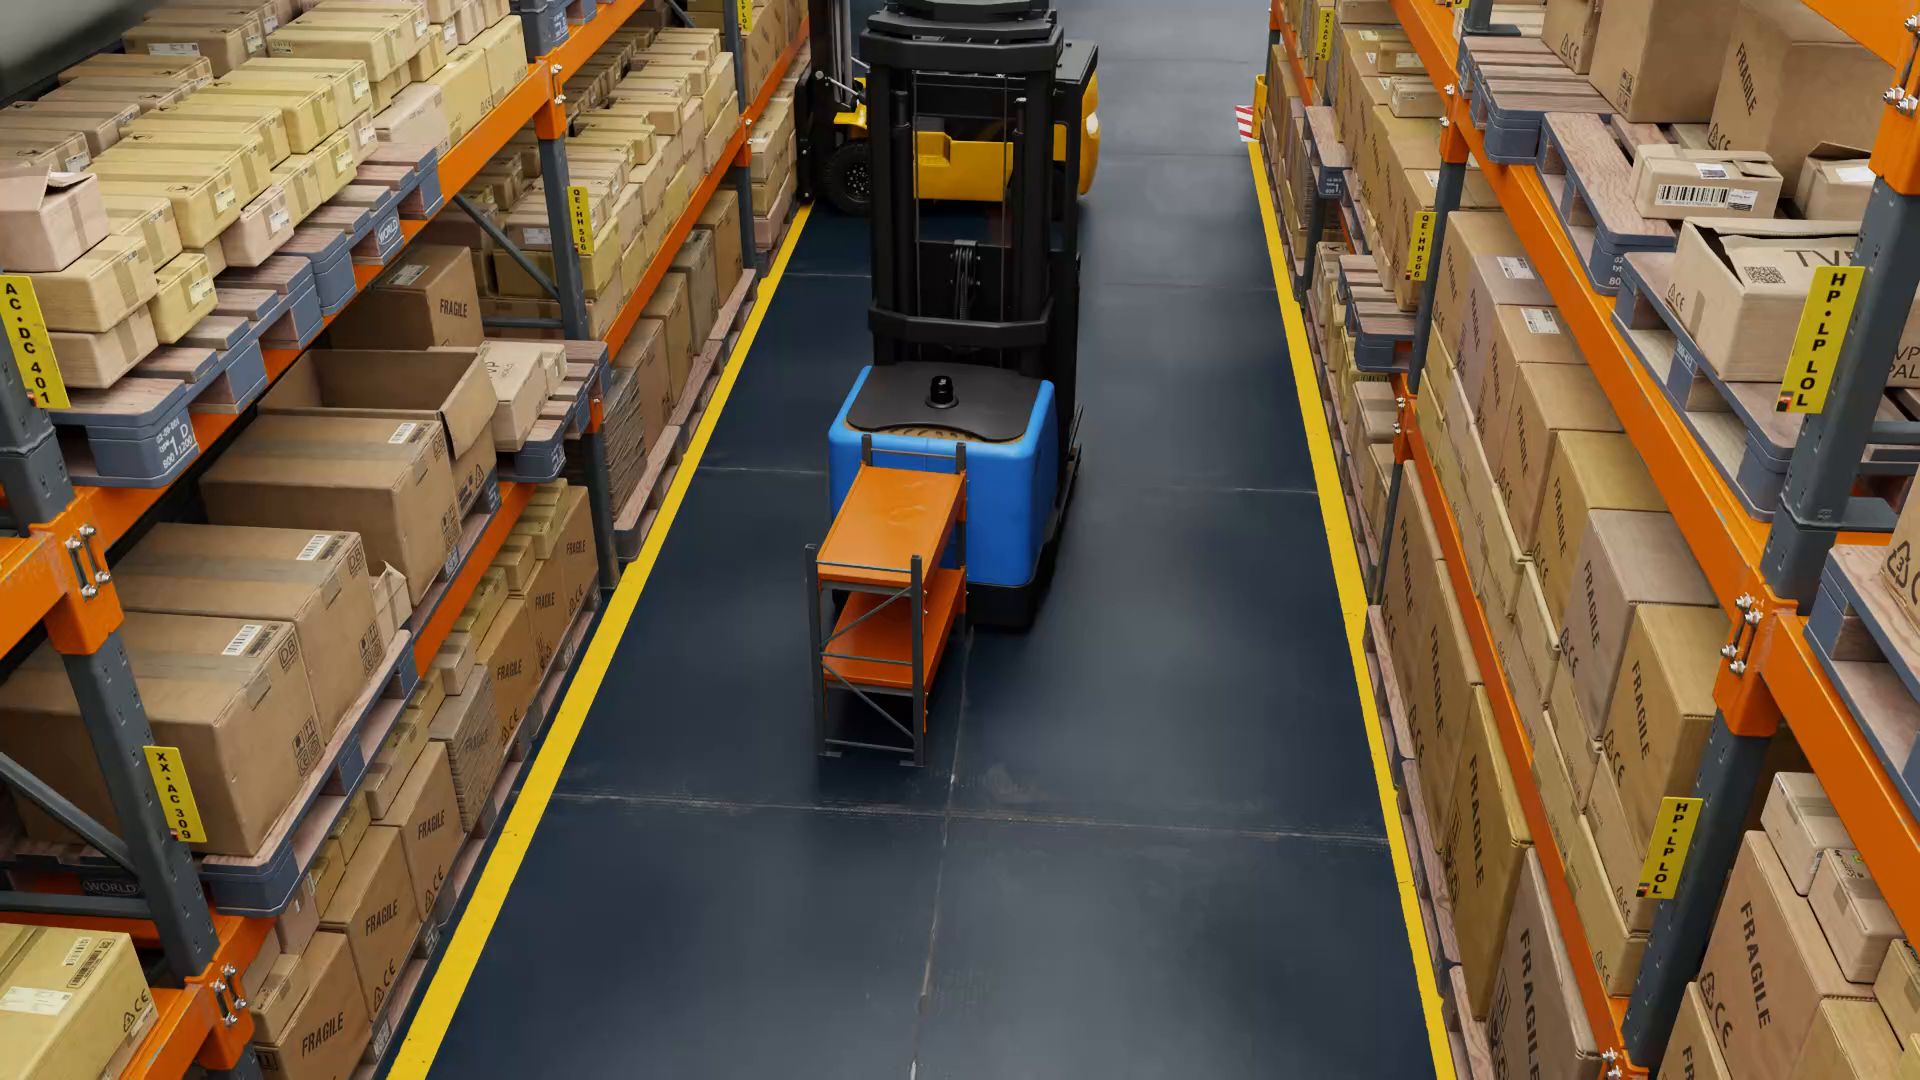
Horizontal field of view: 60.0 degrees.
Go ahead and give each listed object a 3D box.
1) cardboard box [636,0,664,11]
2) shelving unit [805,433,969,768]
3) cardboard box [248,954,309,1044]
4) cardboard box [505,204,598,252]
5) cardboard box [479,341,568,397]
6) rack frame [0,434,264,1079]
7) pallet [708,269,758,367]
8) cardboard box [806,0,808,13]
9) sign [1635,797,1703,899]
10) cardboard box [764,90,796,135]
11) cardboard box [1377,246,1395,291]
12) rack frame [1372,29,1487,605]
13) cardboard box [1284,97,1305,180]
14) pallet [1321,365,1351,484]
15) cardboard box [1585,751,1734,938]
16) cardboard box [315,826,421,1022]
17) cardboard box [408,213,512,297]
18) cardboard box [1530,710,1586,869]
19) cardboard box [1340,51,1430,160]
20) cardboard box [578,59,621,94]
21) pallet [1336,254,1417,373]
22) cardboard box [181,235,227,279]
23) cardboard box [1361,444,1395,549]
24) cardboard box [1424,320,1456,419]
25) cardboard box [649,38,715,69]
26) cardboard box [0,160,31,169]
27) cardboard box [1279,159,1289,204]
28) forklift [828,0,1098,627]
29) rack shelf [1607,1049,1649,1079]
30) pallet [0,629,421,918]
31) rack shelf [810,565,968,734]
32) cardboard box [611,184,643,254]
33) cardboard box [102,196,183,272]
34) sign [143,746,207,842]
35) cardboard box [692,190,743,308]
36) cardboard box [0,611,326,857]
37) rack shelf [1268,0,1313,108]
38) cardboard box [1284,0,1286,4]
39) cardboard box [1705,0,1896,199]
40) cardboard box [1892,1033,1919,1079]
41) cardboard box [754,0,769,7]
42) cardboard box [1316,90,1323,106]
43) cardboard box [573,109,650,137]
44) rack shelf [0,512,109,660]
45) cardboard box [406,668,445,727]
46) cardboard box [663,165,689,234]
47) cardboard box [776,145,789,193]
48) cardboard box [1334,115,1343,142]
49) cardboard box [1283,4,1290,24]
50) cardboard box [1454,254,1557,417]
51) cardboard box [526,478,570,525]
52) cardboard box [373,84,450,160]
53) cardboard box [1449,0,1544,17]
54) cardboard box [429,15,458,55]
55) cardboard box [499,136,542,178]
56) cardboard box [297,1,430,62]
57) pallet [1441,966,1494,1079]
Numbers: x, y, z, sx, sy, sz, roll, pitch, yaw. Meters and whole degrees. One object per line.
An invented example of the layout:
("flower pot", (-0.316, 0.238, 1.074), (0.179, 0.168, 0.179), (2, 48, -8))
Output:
("cardboard box", (-2.271, -3.775, 11.520), (0.380, 0.149, 0.250), (3, 32, 4))
("shelving unit", (-0.315, 0.265, 7.748), (0.538, 1.125, 1.048), (6, 32, 9))
("cardboard box", (-2.353, 1.466, 5.376), (0.380, 0.149, 0.250), (4, 32, 6))
("cardboard box", (-2.002, -1.531, 8.162), (0.380, 0.149, 0.250), (3, 32, 5))
("cardboard box", (-1.993, -0.771, 7.481), (0.380, 0.149, 0.250), (3, 32, 5))
("rack frame", (-2.647, 1.033, 4.715), (1.000, 3.000, 0.127), (2, 32, 4))
("pallet", (-2.017, -1.576, 11.606), (1.003, 0.211, 1.213), (2, 32, 4))
("cardboard box", (-1.500, -4.745, 13.995), (0.500, 0.500, 0.500), (3, 32, 6))
("sign", (1.759, 0.766, 4.120), (0.100, 0.325, 0.005), (2, 32, 4))
("cardboard box", (-1.563, -3.351, 13.096), (0.500, 0.250, 0.500), (3, 32, 6))
("cardboard box", (2.344, -1.379, 8.467), (0.380, 0.149, 0.250), (2, 32, 4))
("rack frame", (2.626, -0.849, 7.768), (1.000, 3.000, 0.127), (2, 32, 4))
("cardboard box", (2.812, -3.121, 12.962), (0.500, 0.500, 0.500), (4, 32, 7))
("pallet", (2.793, -0.706, 10.195), (1.003, 0.211, 1.213), (2, 32, 4))
("cardboard box", (2.094, 0.853, 4.673), (0.500, 0.250, 0.500), (2, 32, 4))
("cardboard box", (-2.350, 1.396, 6.108), (0.500, 0.500, 0.500), (2, 32, 3))
("cardboard box", (-2.562, -1.454, 8.417), (0.500, 0.250, 0.500), (3, 32, 5))
("cardboard box", (2.128, 0.795, 5.243), (0.500, 0.250, 0.500), (2, 32, 3))
("cardboard box", (2.533, -2.535, 9.726), (0.500, 0.500, 0.500), (2, 32, 4))
("cardboard box", (-2.334, -2.891, 10.369), (0.380, 0.149, 0.250), (2, 32, 4))
("pallet", (2.578, -1.144, 8.430), (1.213, 0.211, 1.003), (2, 32, 4))
("cardboard box", (-2.248, -0.768, 4.522), (0.380, 0.149, 0.250), (3, 32, 4))
("cardboard box", (2.682, -0.204, 8.826), (0.950, 0.372, 0.625), (0, 32, 1))
("cardboard box", (2.338, -0.743, 7.263), (0.500, 0.250, 0.500), (2, 32, 4))
("cardboard box", (-1.805, -3.145, 10.781), (0.380, 0.149, 0.250), (2, 32, 3))
("cardboard box", (-2.729, -0.913, 4.474), (0.380, 0.149, 0.250), (2, 32, 3))
("cardboard box", (2.811, -2.814, 13.177), (0.500, 0.250, 0.500), (3, 32, 5))
("forklift", (0.115, -1.570, 9.003), (1.130, 2.935, 3.031), (6, 32, 9))
("rack shelf", (2.137, 2.595, 2.866), (1.077, 0.370, 4.000), (2, 32, 4))
("pallet", (-2.473, 0.702, 5.436), (1.003, 0.211, 1.213), (2, 32, 4))
("rack shelf", (-0.315, 0.473, 7.876), (0.538, 0.278, 1.000), (6, 32, 9))
("cardboard box", (-2.000, -1.691, 8.801), (0.500, 0.250, 0.500), (3, 32, 6))
("cardboard box", (-2.235, -0.765, 4.233), (0.380, 0.149, 0.250), (3, 32, 5))
("sign", (-2.106, 0.684, 4.457), (0.100, 0.325, 0.005), (2, 32, 4))
("cardboard box", (-2.027, -2.045, 11.572), (0.875, 0.625, 0.625), (4, 32, 6))
("cardboard box", (-2.385, 0.568, 4.973), (0.700, 0.500, 0.500), (3, 32, 5))
("rack shelf", (3.114, -3.680, 13.048), (1.077, 0.370, 4.000), (2, 32, 4))
("cardboard box", (2.923, -4.694, 13.629), (0.500, 0.500, 0.500), (3, 32, 5))
("cardboard box", (2.771, -1.413, 5.329), (0.500, 0.500, 0.500), (3, 32, 4))
("cardboard box", (1.951, 1.050, 3.020), (0.380, 0.149, 0.250), (2, 32, 4))
("cardboard box", (-1.601, -4.023, 12.206), (0.380, 0.149, 0.250), (3, 32, 5))
("cardboard box", (2.674, -3.014, 11.522), (0.380, 0.149, 0.250), (2, 32, 3))
("cardboard box", (-1.983, -2.347, 9.486), (0.380, 0.149, 0.250), (2, 32, 4))
("rack shelf", (-2.810, 1.108, 2.420), (1.077, 0.370, 4.000), (2, 32, 4))
("cardboard box", (-2.316, 0.638, 6.719), (0.380, 0.149, 0.250), (3, 32, 4))
("cardboard box", (-1.917, -2.020, 9.812), (0.500, 0.250, 0.500), (3, 32, 6))
("cardboard box", (-1.610, -2.874, 12.799), (0.500, 0.250, 0.500), (2, 32, 4))
("cardboard box", (2.563, -2.606, 10.459), (0.380, 0.149, 0.250), (3, 32, 5))
("cardboard box", (2.868, -4.357, 13.701), (0.380, 0.149, 0.250), (3, 32, 5))
("cardboard box", (2.311, -0.810, 6.656), (0.500, 0.500, 0.500), (3, 32, 4))
("cardboard box", (-2.109, -0.180, 8.048), (0.380, 0.149, 0.250), (1, 32, 2))
("cardboard box", (-2.202, -1.469, 6.058), (0.500, 0.250, 0.500), (2, 32, 4))
("cardboard box", (2.713, -2.663, 7.758), (0.700, 0.500, 0.500), (2, 32, 4))
("cardboard box", (-2.198, -1.975, 6.499), (0.380, 0.149, 0.250), (3, 32, 5))
("cardboard box", (-2.456, -2.095, 9.077), (0.380, 0.149, 0.250), (2, 32, 4))
("cardboard box", (-2.142, -1.829, 5.979), (0.380, 0.149, 0.250), (2, 32, 3))
("pallet", (2.288, 2.023, 5.765), (1.003, 0.211, 1.213), (2, 32, 4))
